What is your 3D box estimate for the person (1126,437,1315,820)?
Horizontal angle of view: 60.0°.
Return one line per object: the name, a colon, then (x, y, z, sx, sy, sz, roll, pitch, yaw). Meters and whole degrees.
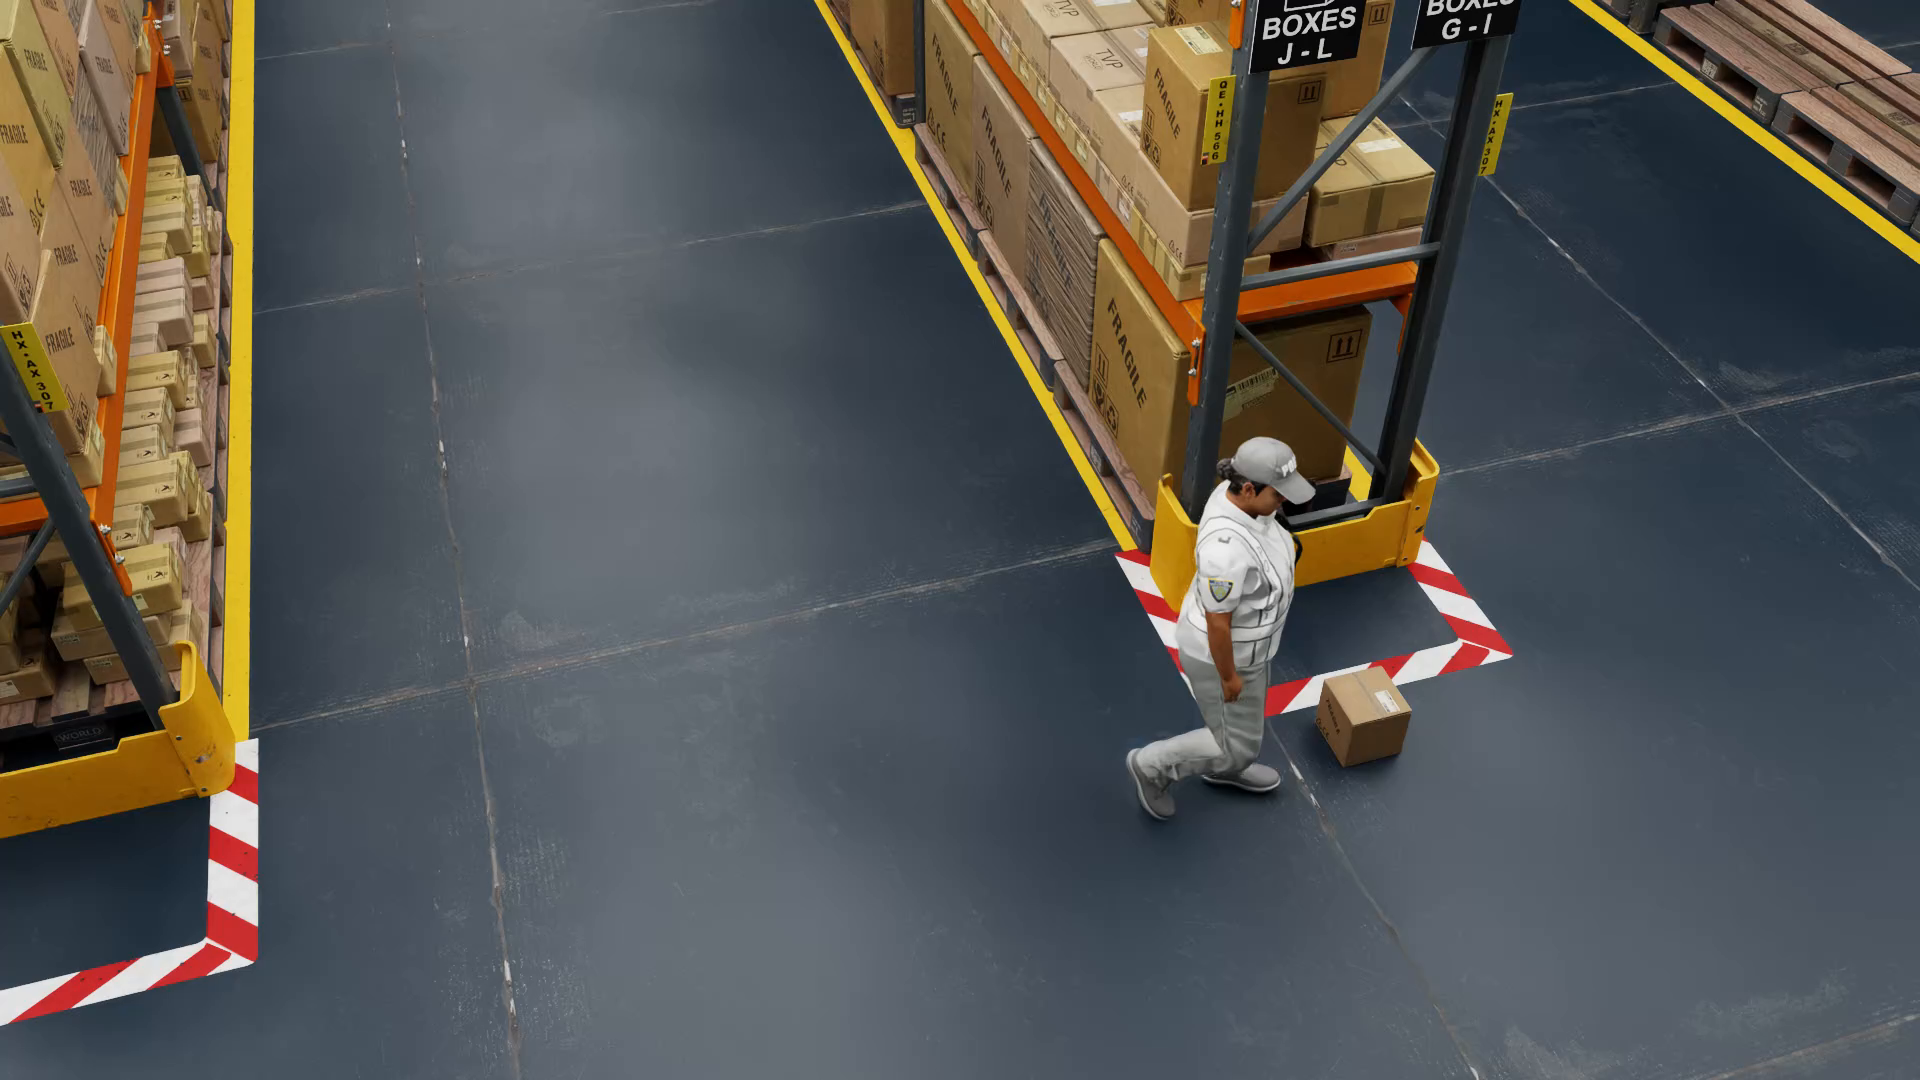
person: (0.924, 0.333, 5.776, 0.553, 1.651, 0.518, 13, 44, 14)
